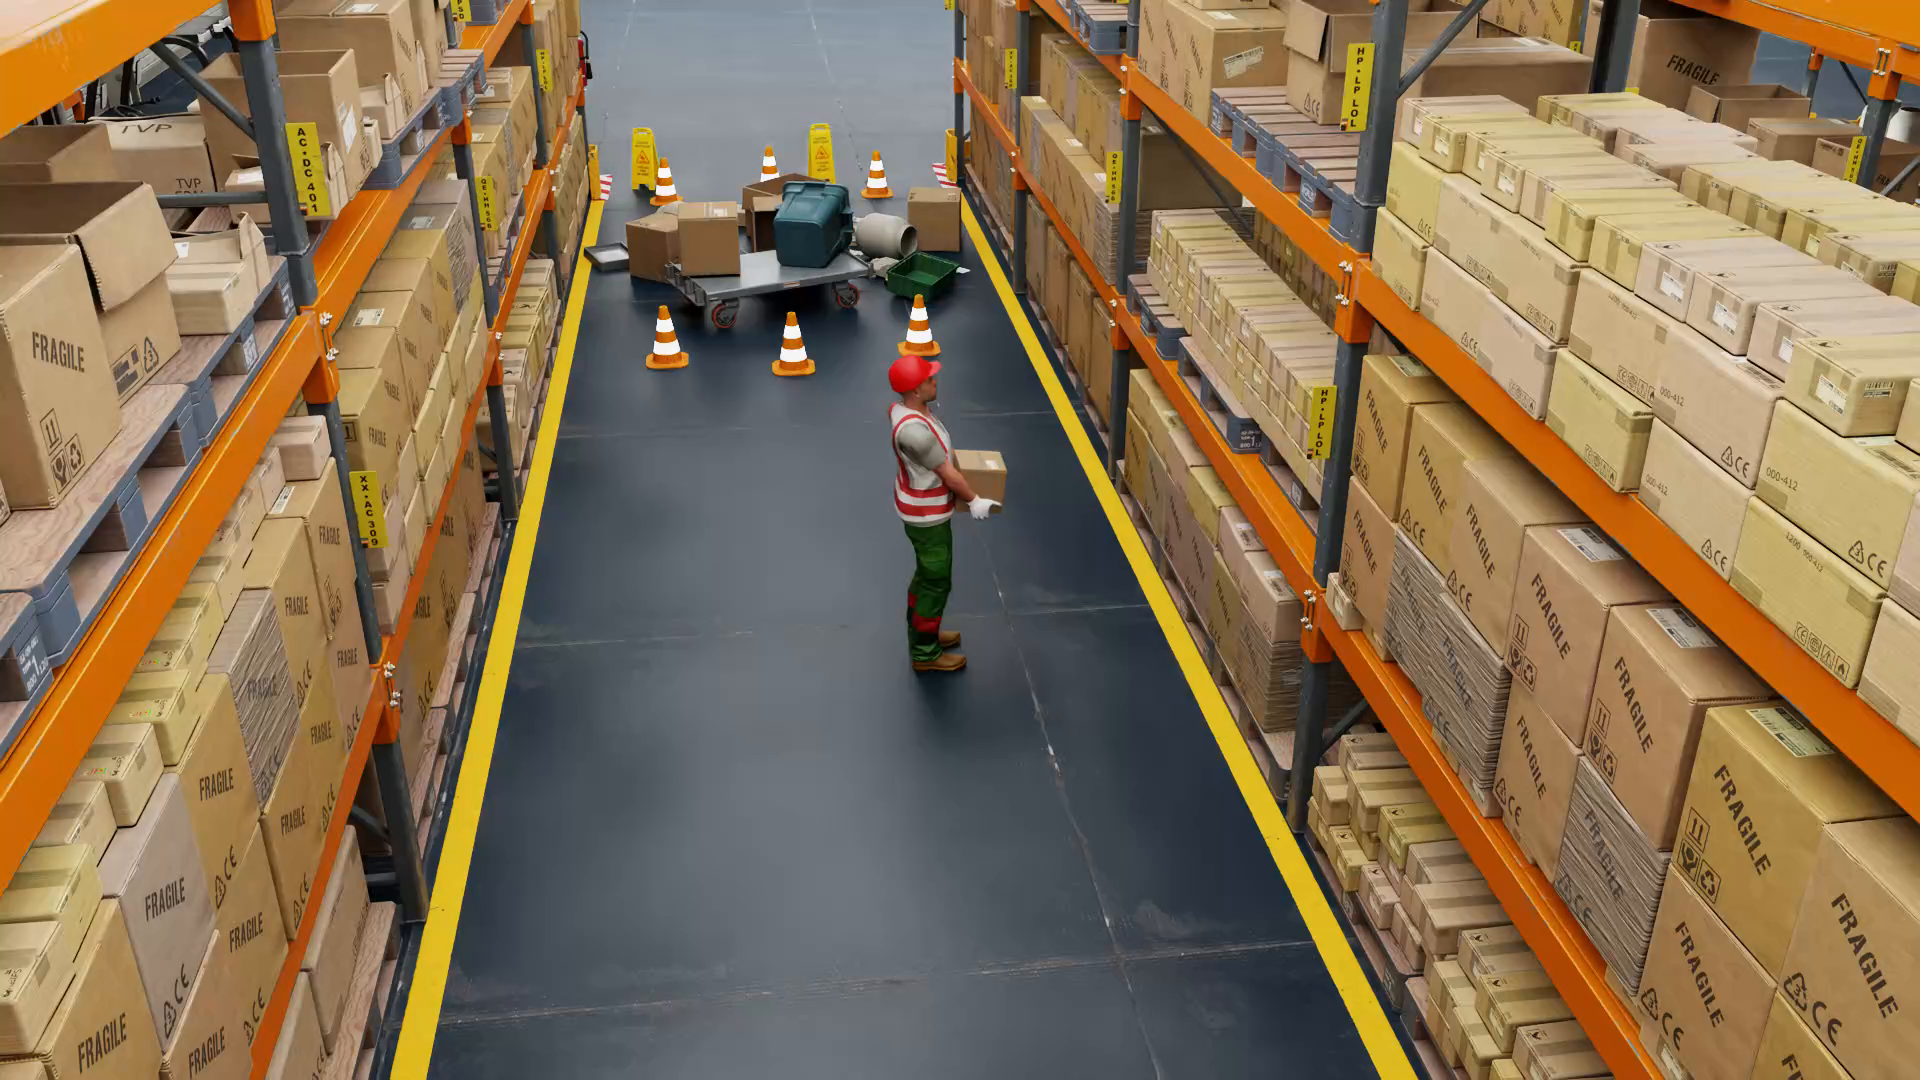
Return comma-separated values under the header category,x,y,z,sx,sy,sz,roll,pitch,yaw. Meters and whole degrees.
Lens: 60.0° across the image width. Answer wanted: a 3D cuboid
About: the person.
category,x,y,z,sx,sy,sz,roll,pitch,yaw
person,-0.082,-0.156,8.906,0.574,1.782,0.493,-3,27,-7
